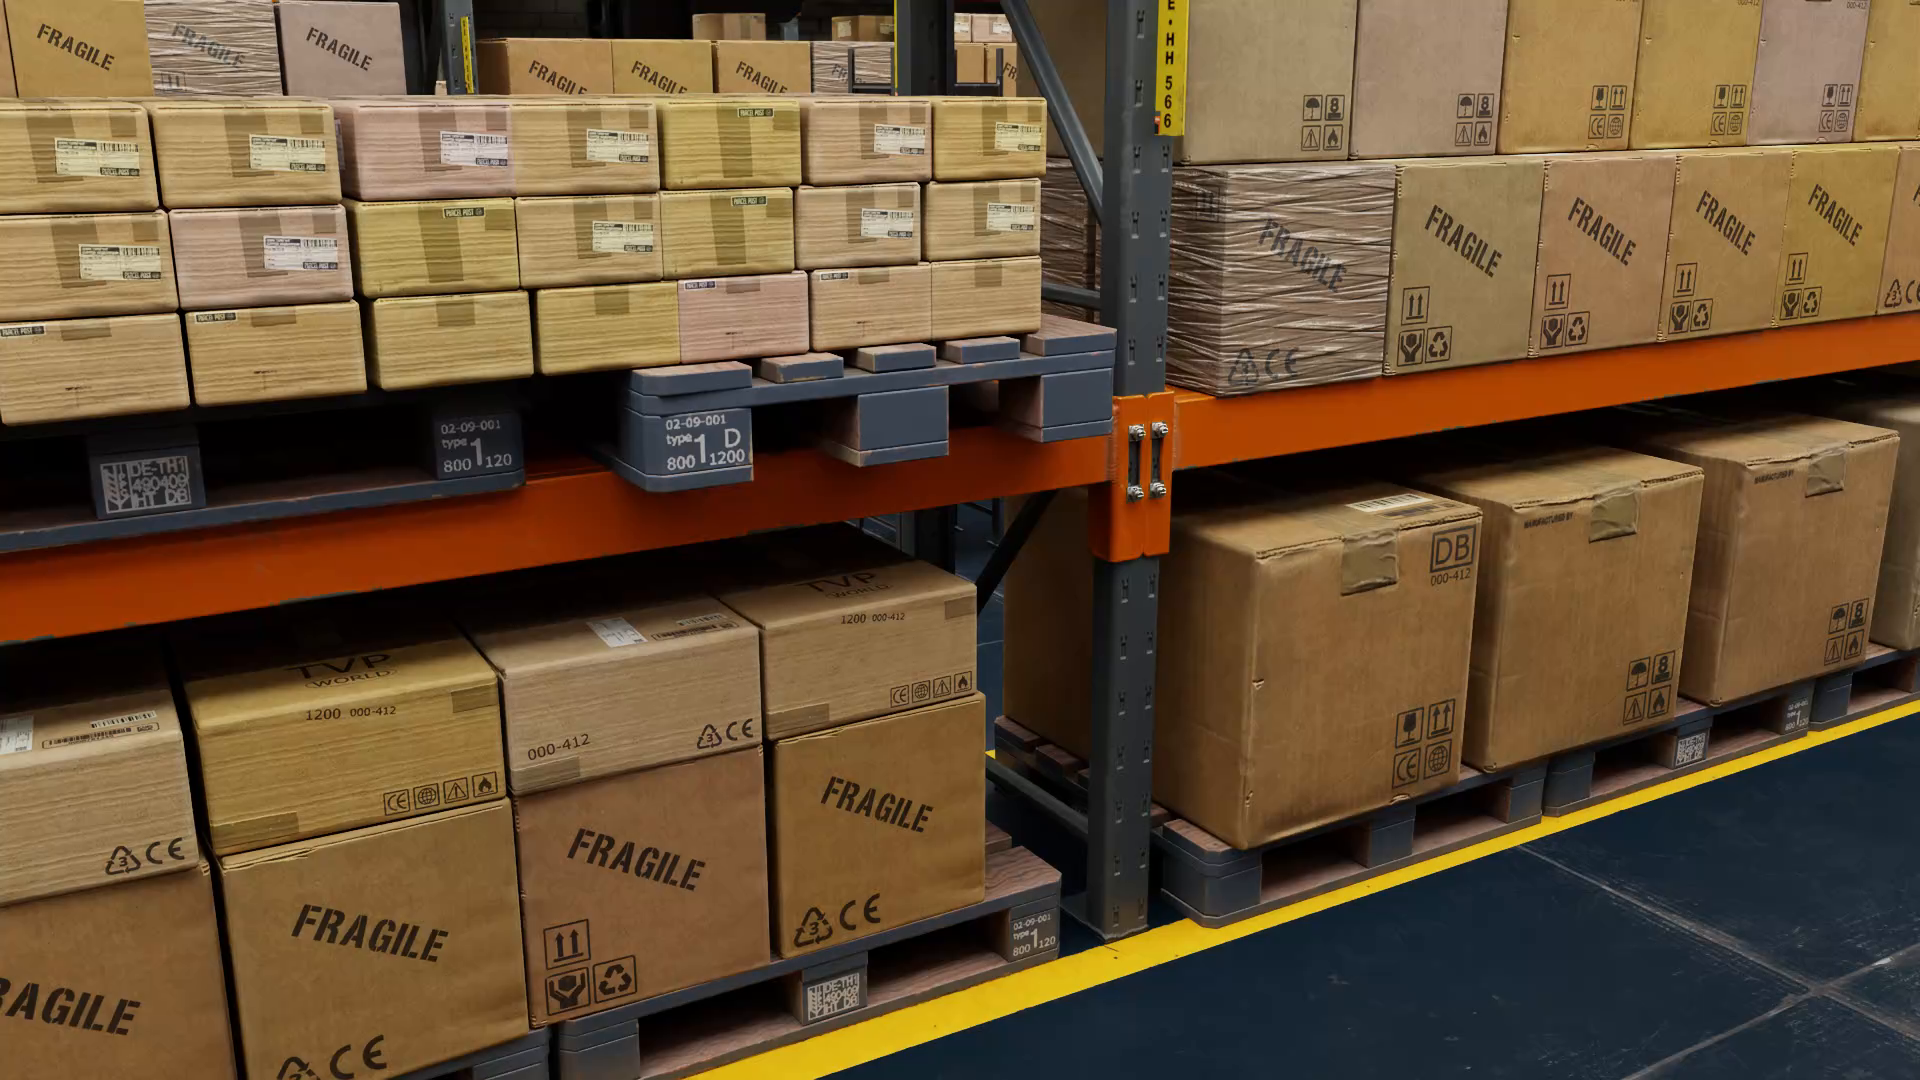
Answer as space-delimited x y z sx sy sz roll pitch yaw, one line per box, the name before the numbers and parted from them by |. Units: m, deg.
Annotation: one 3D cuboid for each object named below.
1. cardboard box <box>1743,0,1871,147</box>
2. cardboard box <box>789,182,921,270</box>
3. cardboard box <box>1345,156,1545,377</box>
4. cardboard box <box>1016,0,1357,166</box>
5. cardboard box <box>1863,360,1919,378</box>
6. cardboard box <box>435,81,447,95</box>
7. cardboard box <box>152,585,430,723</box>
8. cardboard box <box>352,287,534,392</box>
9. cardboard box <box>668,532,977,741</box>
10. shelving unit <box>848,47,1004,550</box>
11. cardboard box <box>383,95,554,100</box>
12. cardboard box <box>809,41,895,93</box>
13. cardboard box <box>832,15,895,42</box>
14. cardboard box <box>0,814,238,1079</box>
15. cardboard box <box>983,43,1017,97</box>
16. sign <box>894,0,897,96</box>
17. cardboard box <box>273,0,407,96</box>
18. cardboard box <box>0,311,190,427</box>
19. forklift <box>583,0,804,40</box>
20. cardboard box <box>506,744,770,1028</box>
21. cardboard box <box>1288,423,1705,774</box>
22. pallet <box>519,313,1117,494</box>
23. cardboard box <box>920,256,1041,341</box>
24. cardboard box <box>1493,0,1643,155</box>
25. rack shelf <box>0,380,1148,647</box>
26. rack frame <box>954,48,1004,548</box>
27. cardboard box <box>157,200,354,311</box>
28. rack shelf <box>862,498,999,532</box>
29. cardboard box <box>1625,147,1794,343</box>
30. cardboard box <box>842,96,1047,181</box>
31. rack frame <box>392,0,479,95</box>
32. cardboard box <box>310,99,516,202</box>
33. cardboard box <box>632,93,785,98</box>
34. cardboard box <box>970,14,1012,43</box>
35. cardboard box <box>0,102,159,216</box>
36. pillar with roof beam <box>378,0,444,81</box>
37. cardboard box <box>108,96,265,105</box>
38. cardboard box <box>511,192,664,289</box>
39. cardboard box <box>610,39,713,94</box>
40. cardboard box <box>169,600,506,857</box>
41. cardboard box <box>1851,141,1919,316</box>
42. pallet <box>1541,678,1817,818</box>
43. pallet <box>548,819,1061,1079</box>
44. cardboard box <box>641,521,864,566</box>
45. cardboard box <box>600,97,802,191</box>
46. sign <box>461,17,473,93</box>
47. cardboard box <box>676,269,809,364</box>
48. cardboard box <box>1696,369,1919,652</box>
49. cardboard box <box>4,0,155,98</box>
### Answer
cardboard box | 2.278 -1.476 5.081 0.500 0.500 0.700 -9 18 -29
cardboard box | -0.271 -0.616 3.187 0.250 0.149 0.380 -8 18 -28
cardboard box | 1.104 -0.723 4.245 0.500 0.500 0.500 -9 18 -30
cardboard box | 0.535 -1.193 4.070 0.500 0.500 0.700 -9 18 -30
cardboard box | 4.149 -0.410 6.472 0.875 0.875 0.875 -9 18 -29
cardboard box | -3.972 -3.337 12.371 0.250 0.149 0.380 -9 18 -29
cardboard box | -1.436 0.213 3.555 0.500 0.250 0.500 -9 18 -29
cardboard box | -0.920 -0.368 2.852 0.250 0.149 0.380 -10 19 -32
cardboard box | -0.306 0.193 3.628 0.500 0.250 0.500 -10 18 -31
shelving unit | -0.142 -0.988 7.044 0.503 2.100 0.431 -9 18 -30
cardboard box | -1.019 -0.844 3.447 0.250 0.149 0.380 -10 19 -32
cardboard box | -0.658 -2.354 8.736 0.500 0.500 0.500 -10 19 -32
cardboard box | -0.525 -2.838 9.260 0.250 0.149 0.380 -8 18 -27
cardboard box | -1.619 0.763 2.983 0.500 0.500 0.500 -9 18 -29
cardboard box | 0.236 -2.497 9.247 0.500 0.500 0.500 -9 18 -29
sign | -0.143 -1.289 4.304 0.005 0.325 0.100 -9 18 -30
cardboard box | -2.799 -2.132 7.419 0.500 0.500 0.500 -10 18 -31
cardboard box | -1.375 -0.294 2.588 0.250 0.149 0.380 -10 19 -32
forklift | -1.662 -2.587 11.207 3.031 2.935 1.130 -9 18 -30
cardboard box | -0.731 0.622 3.488 0.500 0.500 0.500 -8 18 -27
cardboard box | 1.461 0.092 4.915 0.750 0.750 1.050 -9 18 -29
pallet | -0.411 -0.387 3.589 1.003 0.211 1.213 -9 18 -30
cardboard box | -0.041 -0.509 3.357 0.250 0.149 0.380 -9 18 -29
cardboard box | 1.407 -1.335 4.578 0.500 0.500 0.700 -10 18 -31
rack shelf | -1.569 0.021 3.109 4.000 0.370 1.077 -9 18 -30
rack frame | 0.067 -1.022 7.165 0.015 2.100 0.400 -9 18 -30
cardboard box | -1.148 -0.474 2.679 0.250 0.149 0.380 -9 18 -28
rack shelf | -0.142 -0.301 7.237 0.480 0.518 0.431 -9 18 -30
cardboard box | 1.964 -0.861 4.740 0.500 0.500 0.500 -9 18 -30
cardboard box | -0.039 -0.797 3.280 0.250 0.149 0.380 -10 19 -32
rack frame | -2.490 -1.734 8.040 0.127 3.000 1.000 -9 18 -30
cardboard box | -0.916 -0.656 2.777 0.250 0.149 0.380 -9 18 -30
cardboard box | -0.579 -0.913 3.696 0.250 0.149 0.380 -10 18 -31
cardboard box | 0.075 -2.781 9.057 0.250 0.149 0.380 -10 18 -31
cardboard box | -1.372 -0.581 2.512 0.250 0.149 0.380 -9 18 -28
pillar with roof beam | -2.180 -5.165 9.162 0.400 9.000 9.100 -9 18 -30
cardboard box | -1.476 -0.768 3.179 0.250 0.149 0.380 -9 18 -28
cardboard box | -0.710 -0.544 2.930 0.250 0.149 0.380 -9 18 -30
cardboard box | -1.543 -2.211 8.226 0.500 0.500 0.500 -8 18 -27
cardboard box | -1.177 0.333 3.130 0.500 0.250 0.500 -9 18 -28
cardboard box | 2.831 -1.003 5.244 0.500 0.500 0.500 -9 18 -30
pallet | 1.905 0.479 5.310 1.213 0.211 1.003 -9 18 -30
pallet | -0.525 0.848 3.994 1.213 0.211 1.003 -9 18 -30
cardboard box | -0.570 0.077 4.042 0.500 0.250 0.500 -10 19 -32
cardboard box | -0.480 -0.726 3.027 0.250 0.149 0.380 -9 18 -28
sign | -2.202 -2.164 7.427 0.005 0.325 0.100 -9 18 -30
cardboard box | -0.475 -0.440 3.108 0.250 0.149 0.380 -9 18 -29
cardboard box | 3.088 -0.171 5.853 0.750 0.750 1.050 -9 18 -30
cardboard box | -3.664 -1.991 6.917 0.500 0.500 0.500 -9 18 -30
